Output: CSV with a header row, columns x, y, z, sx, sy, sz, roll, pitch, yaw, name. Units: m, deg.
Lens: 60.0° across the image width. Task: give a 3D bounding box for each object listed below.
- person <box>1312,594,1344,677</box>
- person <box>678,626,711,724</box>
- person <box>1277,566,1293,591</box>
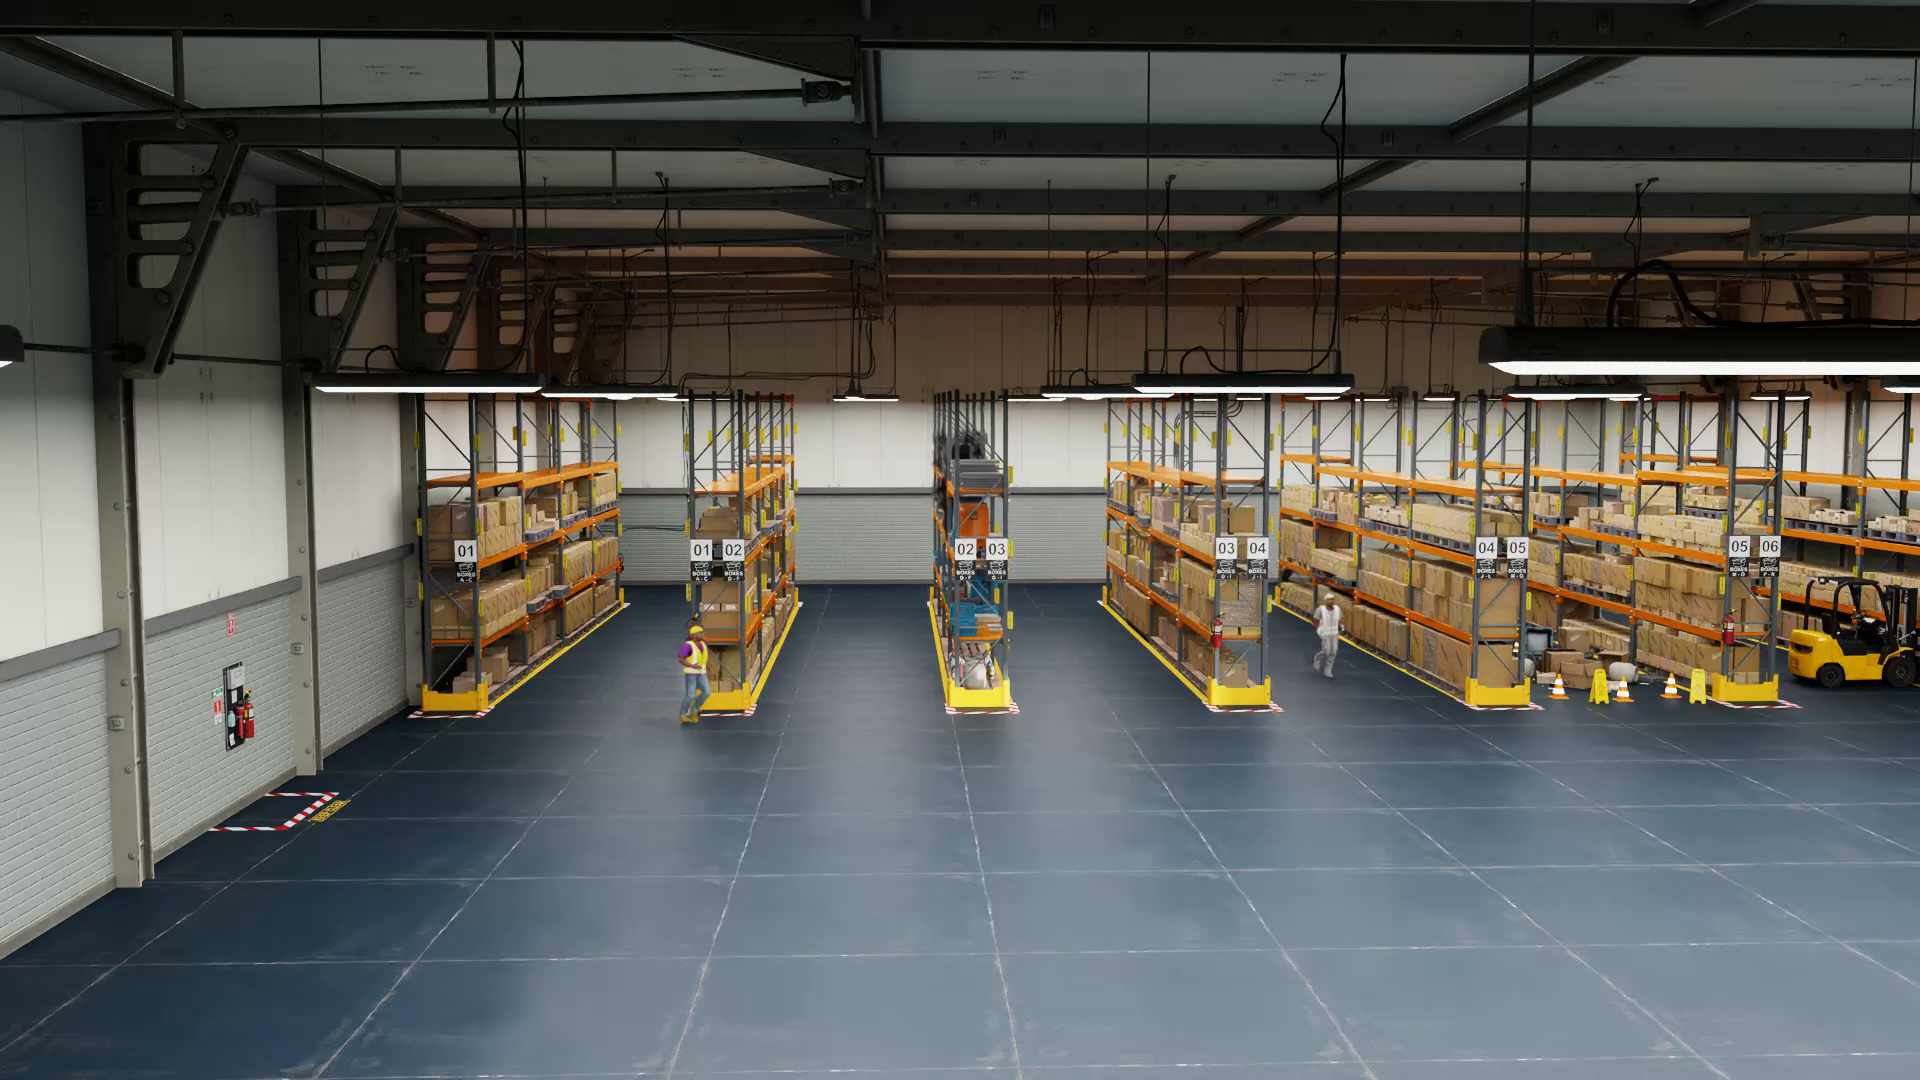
x,y,z,sx,sy,sz,roll,pitch,yaw,name
7.794,1.996,35.121,0.673,1.752,0.644,-1,5,-12,person
-4.730,2.418,29.892,0.624,1.732,0.755,4,6,40,person
9.599,0.866,49.150,0.697,1.690,0.780,2,5,28,person
